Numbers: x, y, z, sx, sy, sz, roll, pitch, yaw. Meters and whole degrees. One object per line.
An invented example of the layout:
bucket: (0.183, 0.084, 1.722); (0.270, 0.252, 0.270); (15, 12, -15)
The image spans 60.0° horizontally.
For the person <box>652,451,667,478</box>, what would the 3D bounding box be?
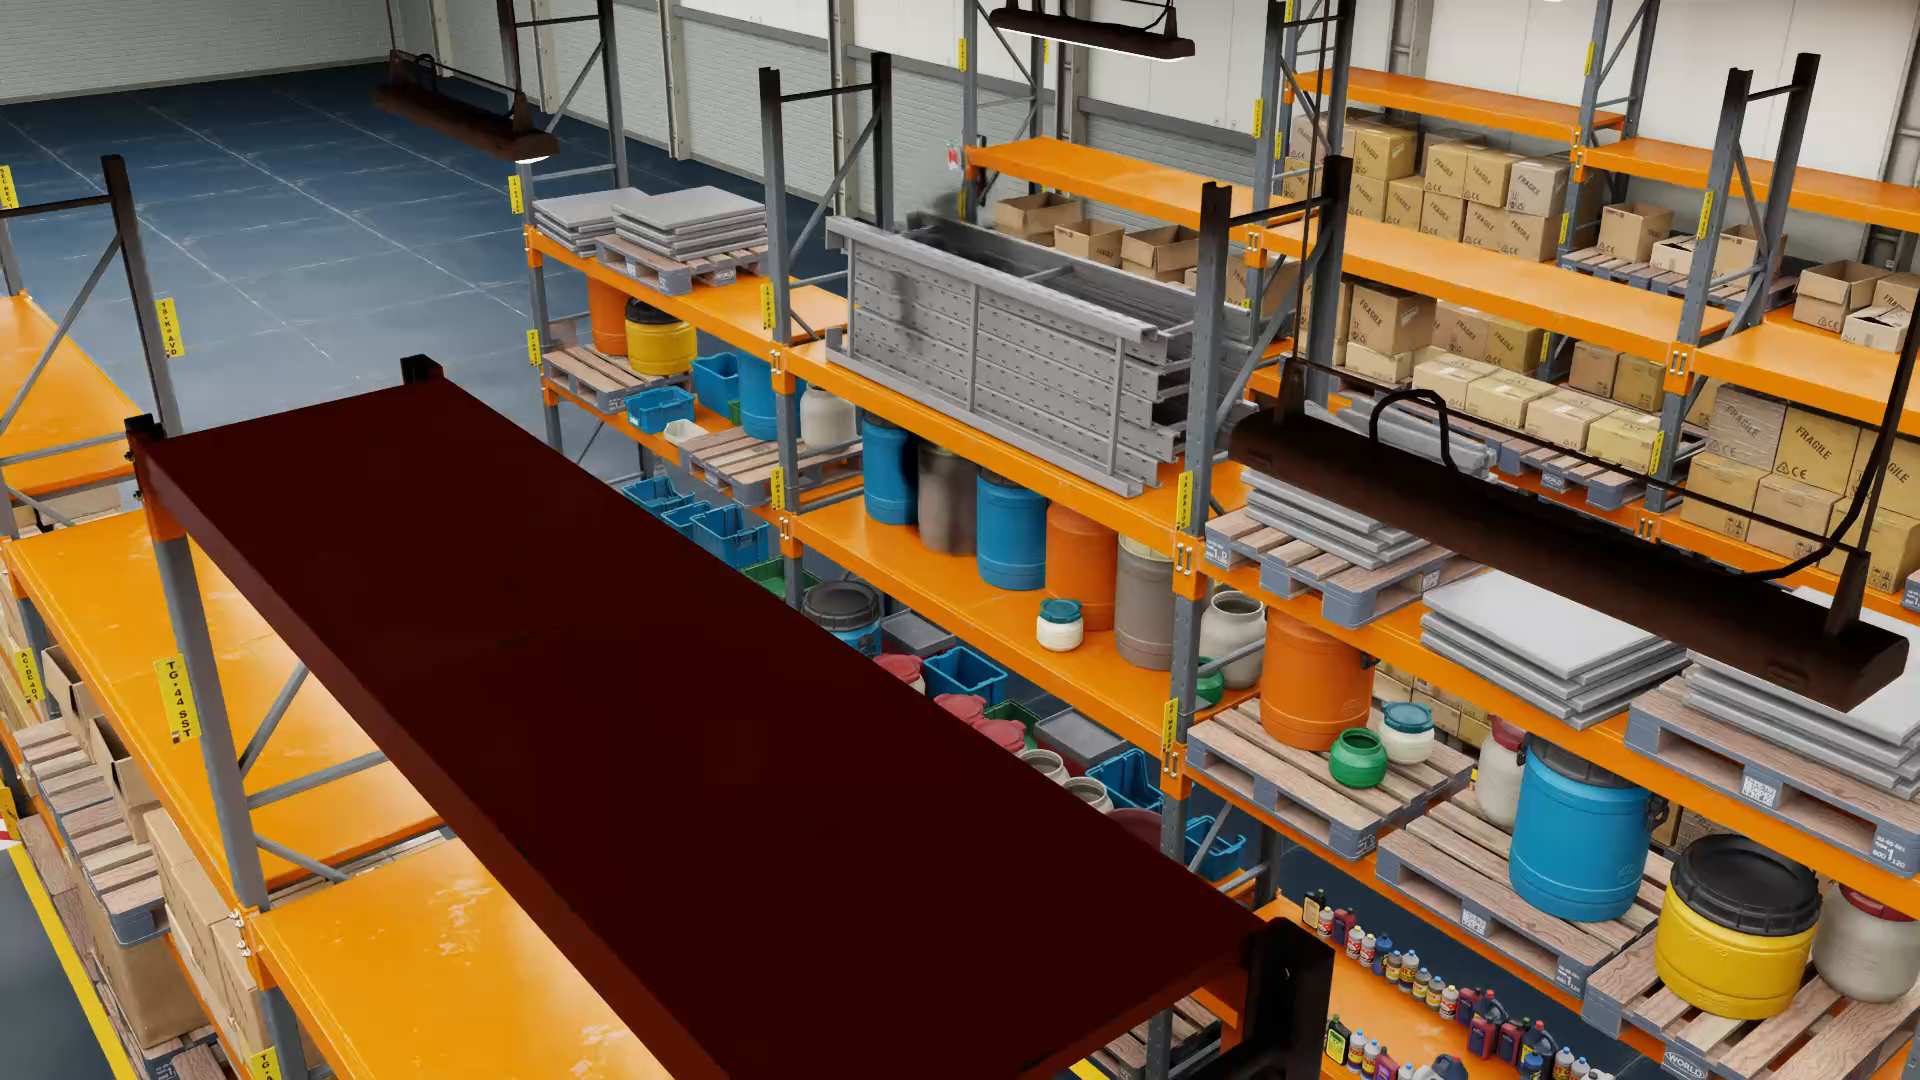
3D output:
person: (-3.487, -1.498, 19.494); (0.591, 1.649, 0.607); (-7, 27, -13)
